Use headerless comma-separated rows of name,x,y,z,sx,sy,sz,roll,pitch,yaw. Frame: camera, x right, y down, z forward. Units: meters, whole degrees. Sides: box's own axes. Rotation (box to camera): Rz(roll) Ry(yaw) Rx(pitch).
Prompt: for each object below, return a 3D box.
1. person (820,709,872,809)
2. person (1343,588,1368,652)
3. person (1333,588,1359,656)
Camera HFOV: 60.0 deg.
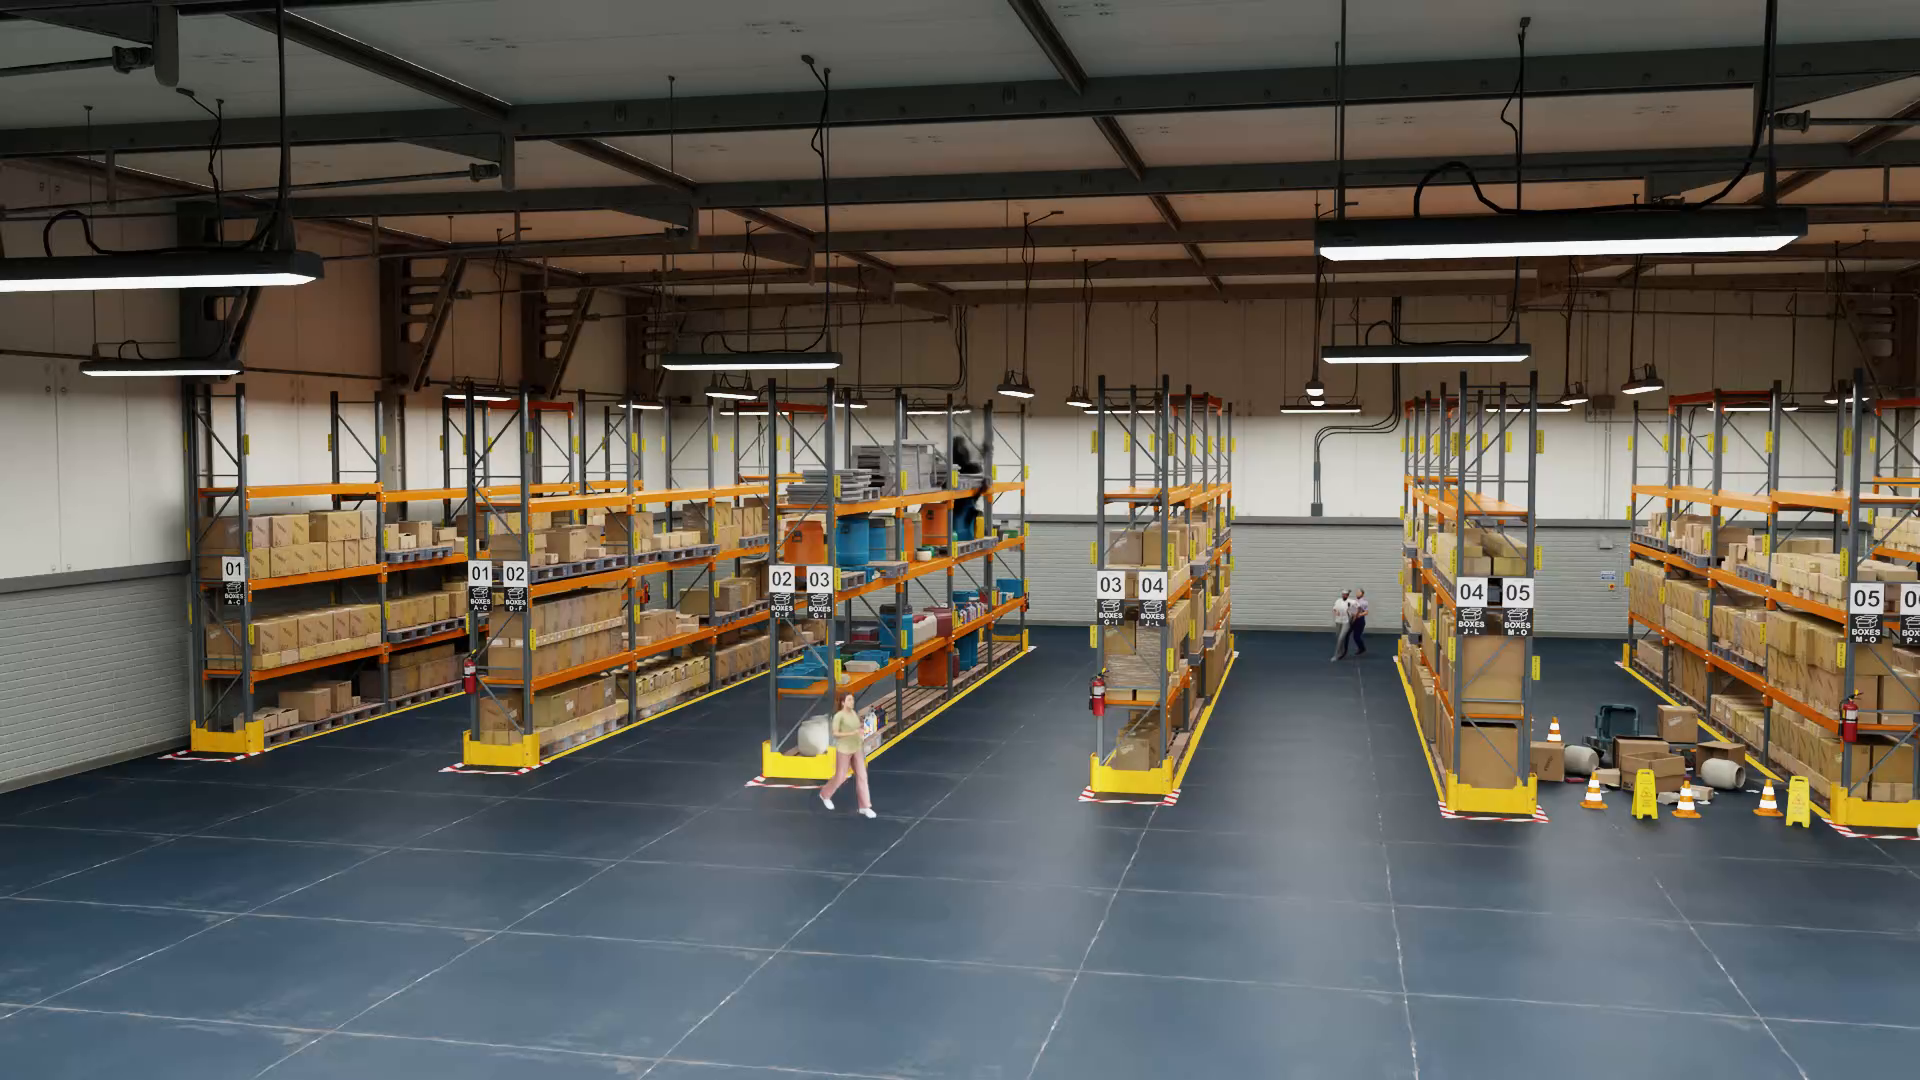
person,-1.544,2.942,22.408,0.812,1.322,0.528,3,4,42
person,9.335,1.892,39.042,0.712,1.517,0.624,-2,4,-36
person,8.929,1.889,38.545,0.559,1.582,0.752,2,4,35
